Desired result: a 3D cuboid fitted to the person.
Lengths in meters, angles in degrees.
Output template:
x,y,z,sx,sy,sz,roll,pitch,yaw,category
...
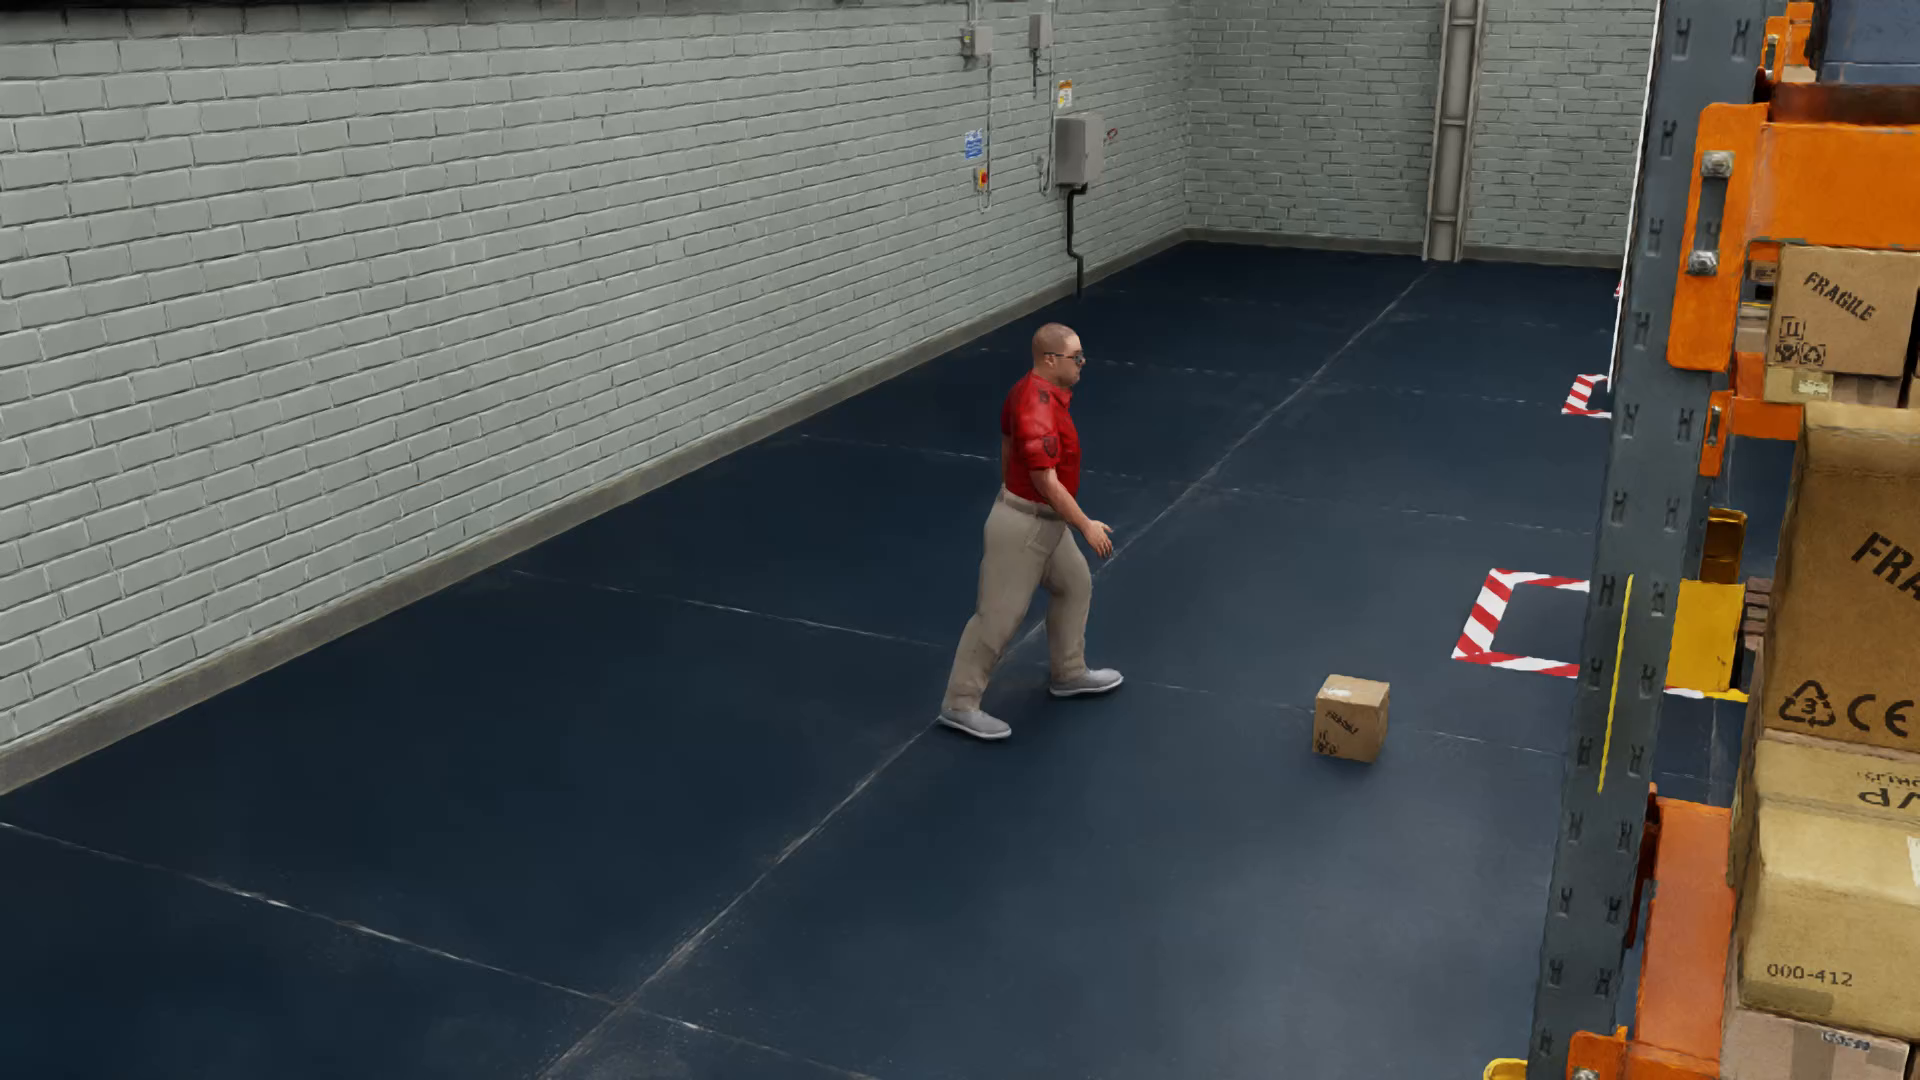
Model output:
x,y,z,sx,sy,sz,roll,pitch,yaw,category
0.308,-0.063,6.811,0.765,1.683,0.655,2,19,5,person
